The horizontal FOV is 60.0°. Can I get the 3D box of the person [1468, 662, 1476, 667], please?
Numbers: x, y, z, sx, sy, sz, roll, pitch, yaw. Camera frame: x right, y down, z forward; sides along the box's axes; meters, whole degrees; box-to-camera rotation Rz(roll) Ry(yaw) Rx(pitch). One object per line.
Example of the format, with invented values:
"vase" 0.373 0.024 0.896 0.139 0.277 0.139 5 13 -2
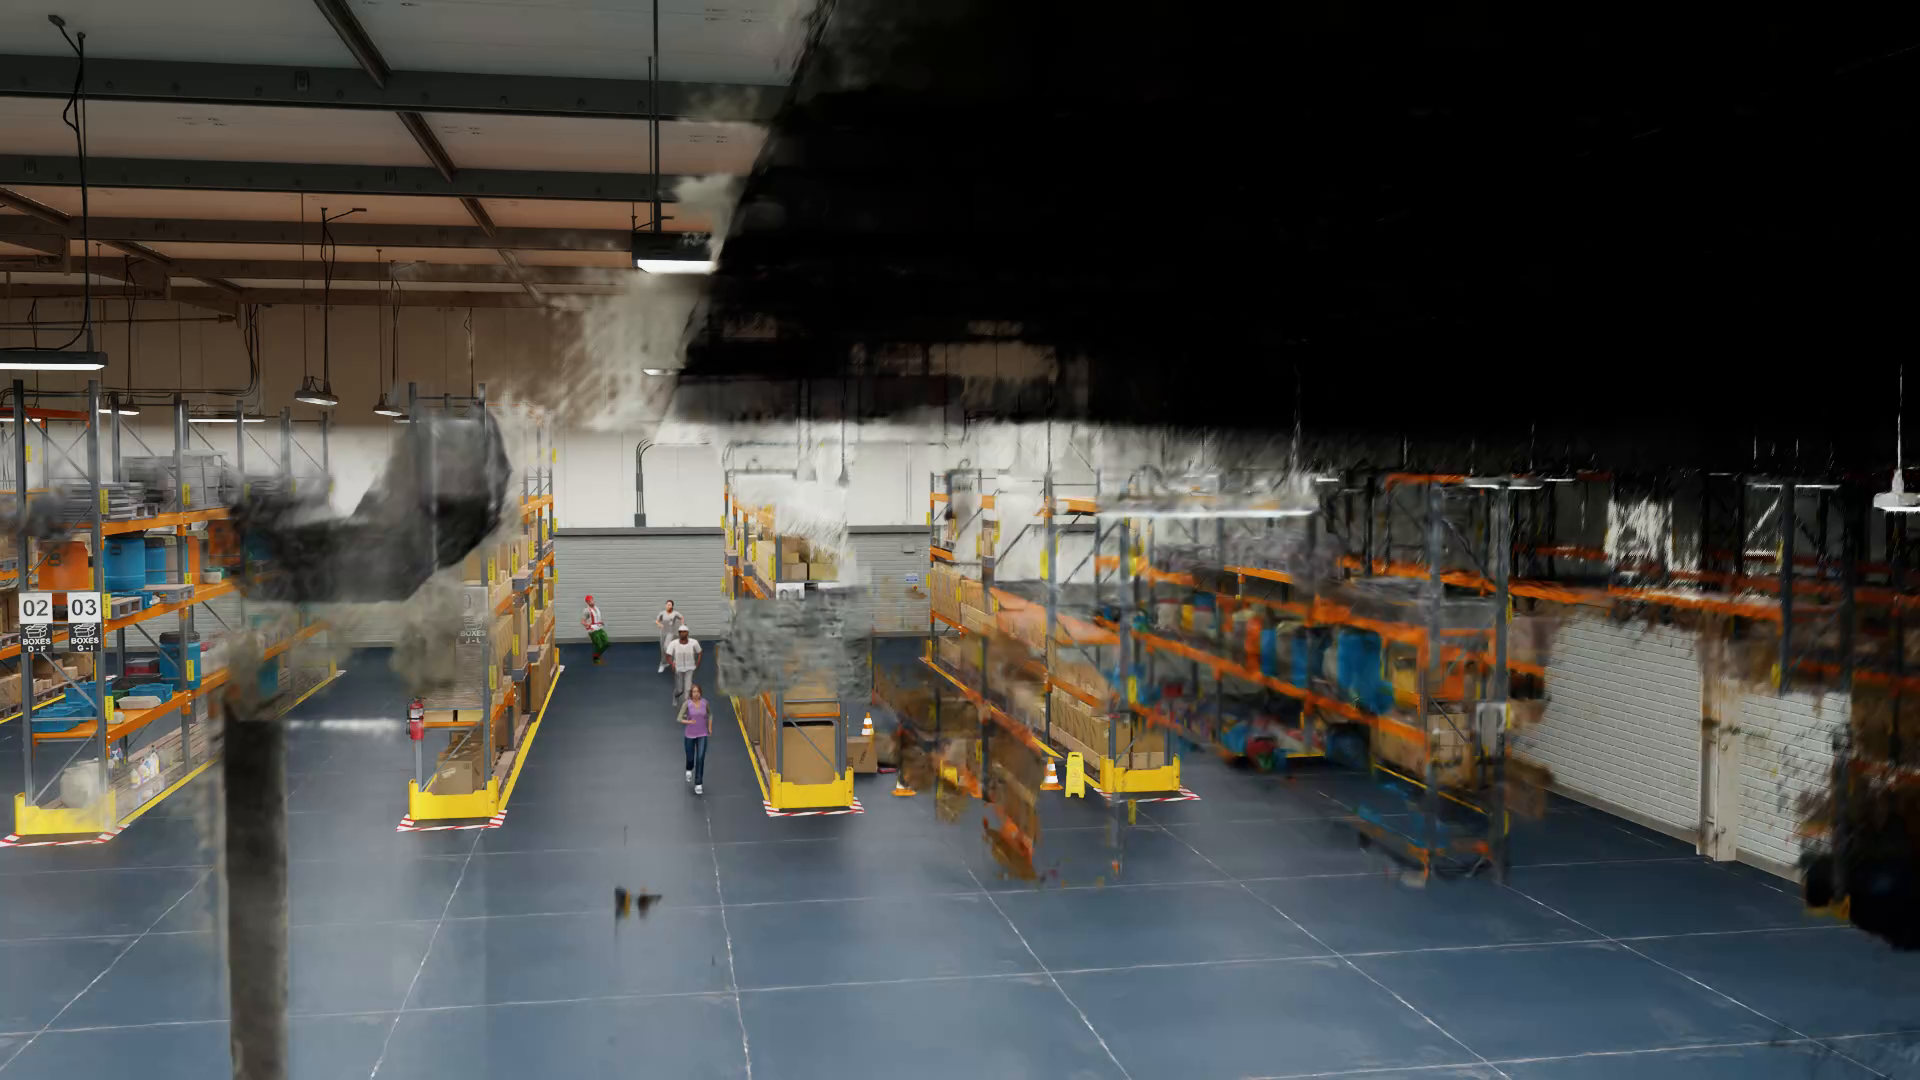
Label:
"person" -6.759 2.223 38.641 0.610 1.698 0.760 0 3 6
